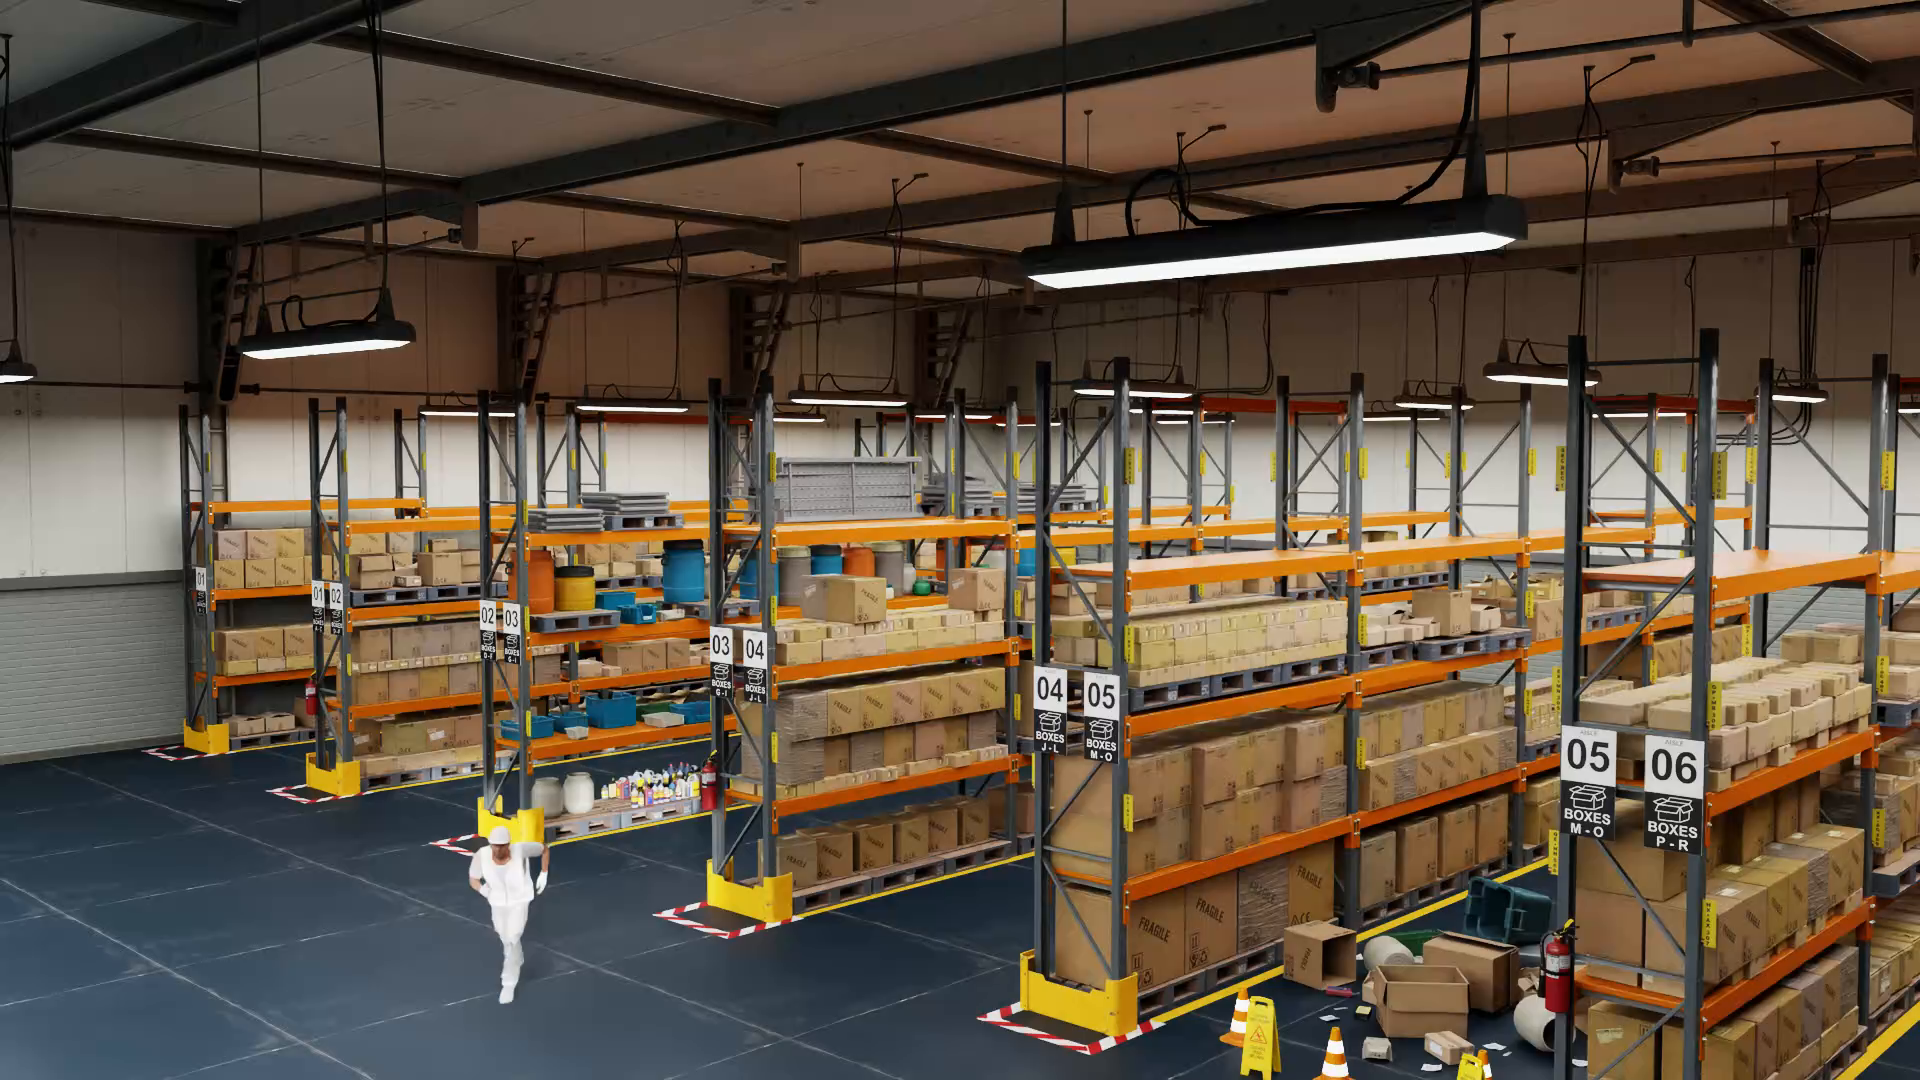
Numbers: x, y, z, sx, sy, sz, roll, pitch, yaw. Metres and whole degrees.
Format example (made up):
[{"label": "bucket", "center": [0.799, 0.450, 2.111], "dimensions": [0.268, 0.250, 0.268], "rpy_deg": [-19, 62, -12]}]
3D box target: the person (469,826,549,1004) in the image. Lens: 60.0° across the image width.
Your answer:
[{"label": "person", "center": [-4.291, 3.513, 15.906], "dimensions": [0.728, 1.724, 1.024], "rpy_deg": [0, 3, -3]}]
